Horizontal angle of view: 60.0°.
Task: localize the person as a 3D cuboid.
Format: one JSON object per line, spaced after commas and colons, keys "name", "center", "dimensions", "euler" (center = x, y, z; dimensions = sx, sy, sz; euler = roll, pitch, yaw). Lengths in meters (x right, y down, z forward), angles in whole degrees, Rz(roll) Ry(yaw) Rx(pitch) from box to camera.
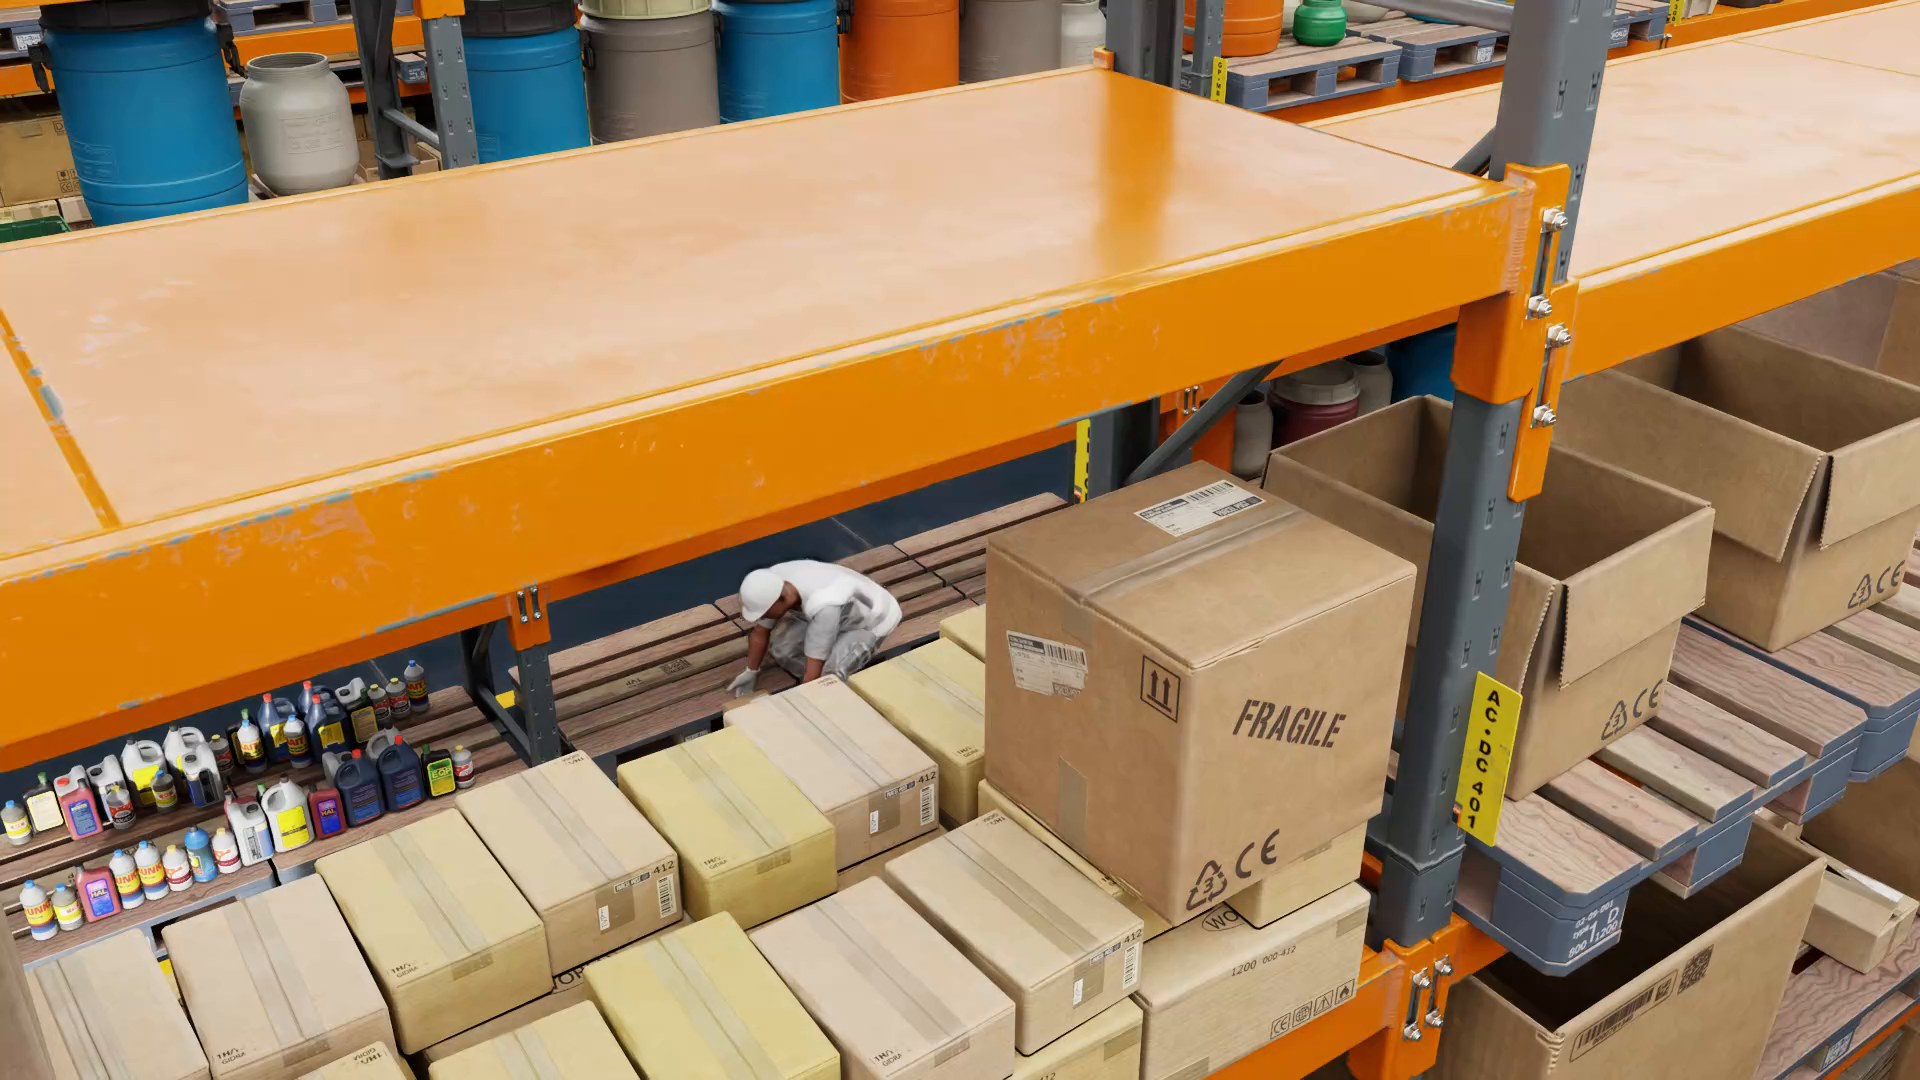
{"name": "person", "center": [-0.703, 0.518, 8.462], "dimensions": [0.888, 1.061, 0.580], "euler": [-18, 33, -30]}
